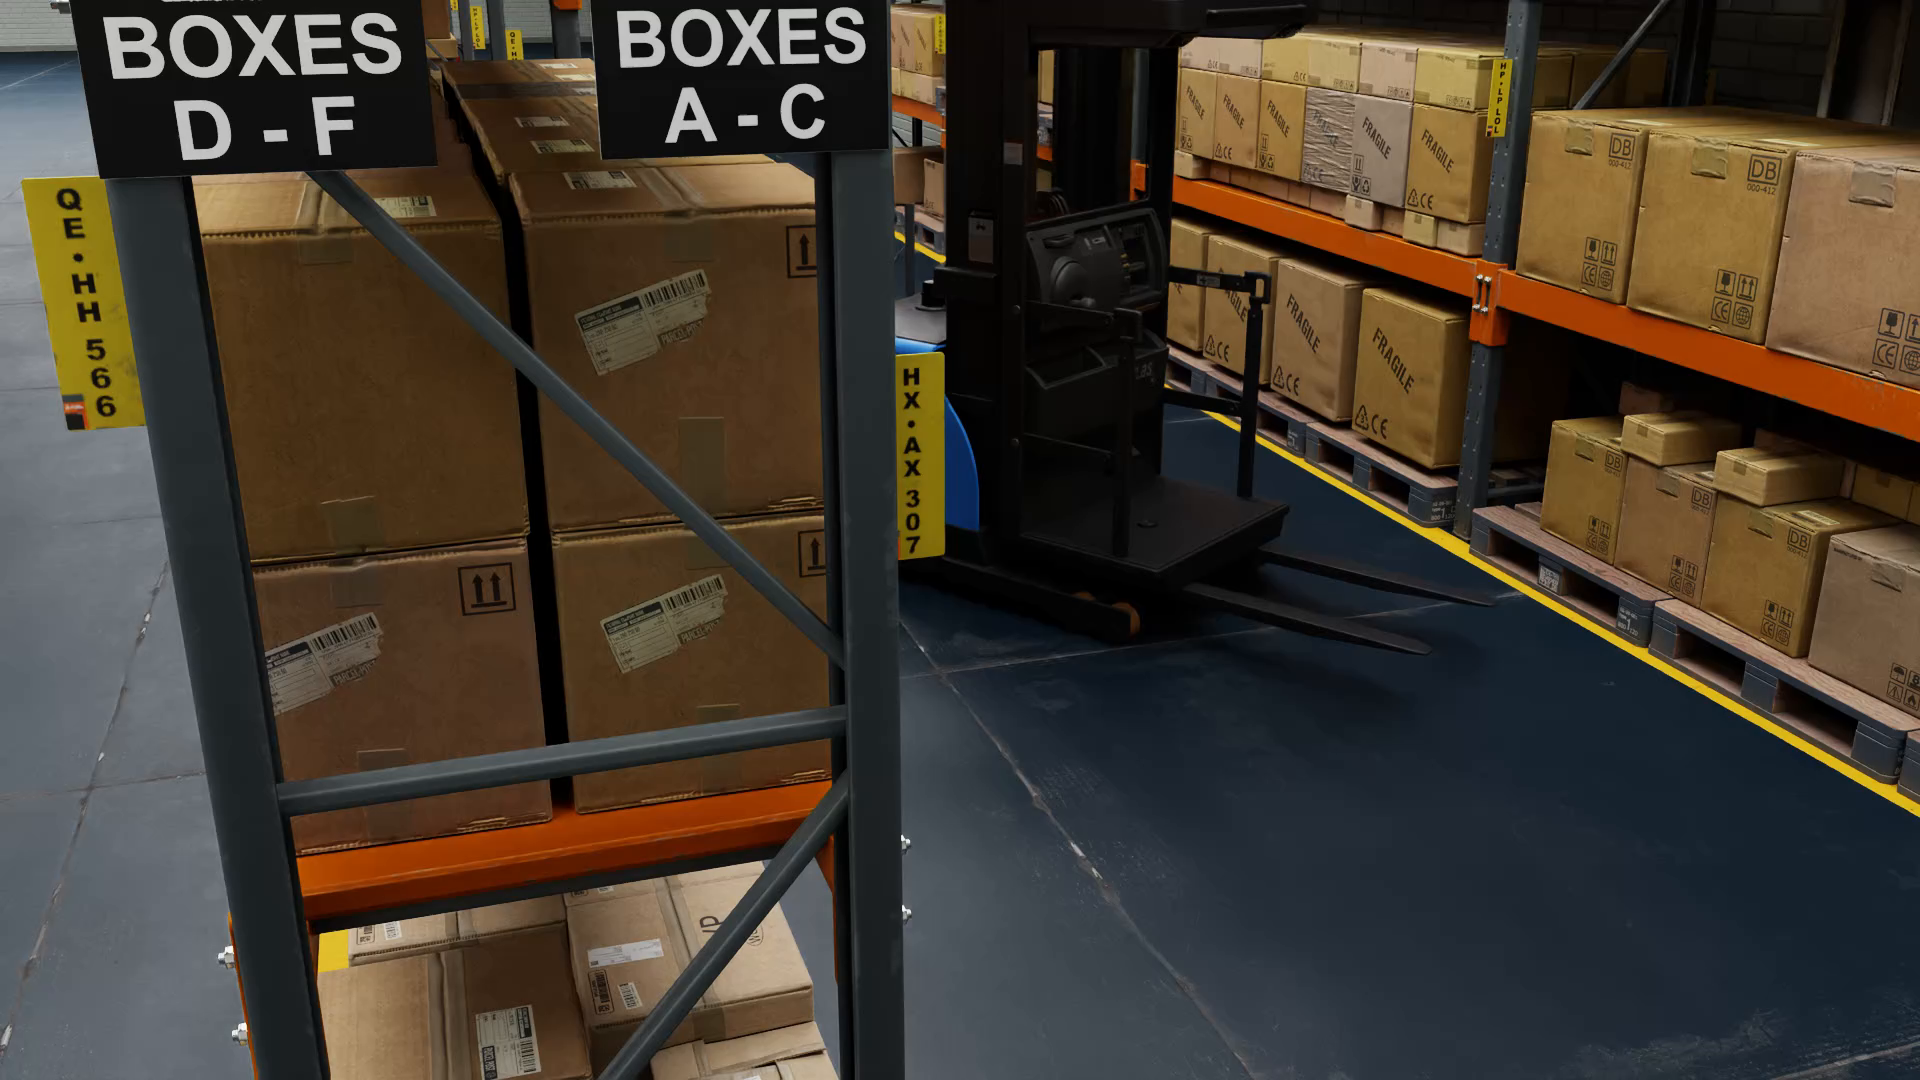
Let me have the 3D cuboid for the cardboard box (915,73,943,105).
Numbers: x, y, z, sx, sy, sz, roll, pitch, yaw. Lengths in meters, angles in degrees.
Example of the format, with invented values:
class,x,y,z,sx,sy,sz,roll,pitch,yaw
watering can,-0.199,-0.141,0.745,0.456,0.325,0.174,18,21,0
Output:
class,x,y,z,sx,sy,sz,roll,pitch,yaw
cardboard box,-0.094,-4.097,15.078,0.500,0.250,0.500,-6,21,-17

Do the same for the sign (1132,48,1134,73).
class,x,y,z,sx,sy,sz,roll,pitch,yaw
sign,1.088,-3.202,10.797,0.100,0.325,0.005,-6,21,-17

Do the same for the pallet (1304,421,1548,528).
class,x,y,z,sx,sy,sz,roll,pitch,yaw
pallet,2.543,-0.398,8.713,1.003,0.211,1.213,-6,21,-17

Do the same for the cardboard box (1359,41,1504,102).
class,x,y,z,sx,sy,sz,roll,pitch,yaw
cardboard box,2.316,-2.308,8.179,0.500,0.250,0.500,-6,21,-16

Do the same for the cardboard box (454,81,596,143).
class,x,y,z,sx,sy,sz,roll,pitch,yaw
cardboard box,-1.117,-1.001,4.638,0.500,0.500,0.500,-6,21,-17

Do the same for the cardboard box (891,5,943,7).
class,x,y,z,sx,sy,sz,roll,pitch,yaw
cardboard box,-0.415,-5.322,17.380,0.500,0.500,0.500,-6,21,-16

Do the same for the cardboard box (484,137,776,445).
class,x,y,z,sx,sy,sz,roll,pitch,yaw
cardboard box,-0.647,-0.515,3.286,0.500,0.500,0.500,-6,21,-17

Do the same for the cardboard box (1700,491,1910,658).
class,x,y,z,sx,sy,sz,roll,pitch,yaw
cardboard box,3.309,0.085,6.319,0.700,0.500,0.500,-6,21,-16

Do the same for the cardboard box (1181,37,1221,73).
class,x,y,z,sx,sy,sz,roll,pitch,yaw
cardboard box,1.668,-2.959,9.989,0.500,0.250,0.500,-7,21,-18

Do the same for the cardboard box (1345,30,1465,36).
class,x,y,z,sx,sy,sz,roll,pitch,yaw
cardboard box,2.467,-2.691,9.245,0.500,0.250,0.500,-7,21,-18

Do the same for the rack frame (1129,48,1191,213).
class,x,y,z,sx,sy,sz,roll,pitch,yaw
rack frame,1.600,-2.755,11.148,1.000,3.000,0.127,-6,21,-17

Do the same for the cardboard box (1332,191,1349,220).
class,x,y,z,sx,sy,sz,roll,pitch,yaw
cardboard box,2.189,-1.771,8.752,0.380,0.149,0.250,-6,21,-17

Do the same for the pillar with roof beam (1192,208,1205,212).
class,x,y,z,sx,sy,sz,roll,pitch,yaw
pillar with roof beam,-2.074,-5.630,10.278,9.100,9.000,0.400,-6,21,-17

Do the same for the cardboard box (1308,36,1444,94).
class,x,y,z,sx,sy,sz,roll,pitch,yaw
cardboard box,2.156,-2.472,8.634,0.500,0.250,0.500,-6,21,-16

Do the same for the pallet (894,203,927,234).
class,x,y,z,sx,sy,sz,roll,pitch,yaw
pallet,-0.289,-3.330,16.875,1.003,0.211,1.213,-6,21,-17

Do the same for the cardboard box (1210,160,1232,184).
class,x,y,z,sx,sy,sz,roll,pitch,yaw
cardboard box,1.754,-2.272,10.147,0.380,0.149,0.250,-7,21,-18

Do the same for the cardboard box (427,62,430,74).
class,x,y,z,sx,sy,sz,roll,pitch,yaw
cardboard box,-1.963,-1.280,5.416,0.500,0.500,0.500,-6,21,-16

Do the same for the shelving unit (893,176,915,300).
class,x,y,z,sx,sy,sz,roll,pitch,yaw
shelving unit,-0.536,-1.064,8.660,0.538,1.500,1.048,-3,20,-7

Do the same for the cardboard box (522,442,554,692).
class,x,y,z,sx,sy,sz,roll,pitch,yaw
cardboard box,-0.643,-0.042,3.449,0.500,0.500,0.500,-7,21,-18

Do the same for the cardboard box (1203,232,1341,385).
class,x,y,z,sx,sy,sz,roll,pitch,yaw
cardboard box,1.976,-1.409,9.961,0.750,0.750,0.750,-6,21,-17

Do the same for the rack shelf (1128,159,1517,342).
class,x,y,z,sx,sy,sz,roll,pitch,yaw
rack shelf,2.229,-1.774,9.483,1.077,0.370,4.000,-6,21,-17

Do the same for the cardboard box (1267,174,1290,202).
class,x,y,z,sx,sy,sz,roll,pitch,yaw
cardboard box,1.976,-2.025,9.458,0.380,0.149,0.250,-6,21,-17

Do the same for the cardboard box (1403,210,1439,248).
class,x,y,z,sx,sy,sz,roll,pitch,yaw
cardboard box,2.381,-1.519,8.051,0.380,0.149,0.250,-6,21,-16

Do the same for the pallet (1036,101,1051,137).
class,x,y,z,sx,sy,sz,roll,pitch,yaw
pallet,0.939,-3.295,12.937,1.003,0.211,1.213,-6,21,-17

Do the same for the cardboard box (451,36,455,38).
class,x,y,z,sx,sy,sz,roll,pitch,yaw
cardboard box,-4.338,-4.050,13.649,0.380,0.149,0.250,-6,21,-16

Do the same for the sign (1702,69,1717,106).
class,x,y,z,sx,sy,sz,roll,pitch,yaw
sign,3.384,-1.975,7.581,0.100,0.325,0.005,-6,21,-17

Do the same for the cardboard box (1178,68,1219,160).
class,x,y,z,sx,sy,sz,roll,pitch,yaw
cardboard box,1.666,-2.599,10.098,0.500,0.500,0.500,-6,21,-15

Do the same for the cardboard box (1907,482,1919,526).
class,x,y,z,sx,sy,sz,roll,pitch,yaw
cardboard box,3.629,-0.116,5.918,0.380,0.149,0.250,-6,21,-17

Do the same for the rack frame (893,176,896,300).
class,x,y,z,sx,sy,sz,roll,pitch,yaw
rack frame,-0.603,-1.234,9.134,0.500,1.500,0.032,-3,20,-7

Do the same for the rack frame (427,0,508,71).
class,x,y,z,sx,sy,sz,roll,pitch,yaw
rack frame,-3.101,-2.227,9.680,1.000,3.000,0.127,-6,21,-17

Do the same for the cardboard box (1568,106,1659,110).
class,x,y,z,sx,sy,sz,roll,pitch,yaw
cardboard box,2.952,-1.842,7.990,0.500,0.500,0.500,-7,21,-19

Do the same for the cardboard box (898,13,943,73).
class,x,y,z,sx,sy,sz,roll,pitch,yaw
cardboard box,-0.261,-4.608,15.393,0.500,0.500,0.500,-7,21,-18

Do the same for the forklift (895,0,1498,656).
class,x,y,z,sx,sy,sz,roll,pitch,yaw
forklift,0.746,-1.161,6.812,3.031,2.935,1.130,15,25,36

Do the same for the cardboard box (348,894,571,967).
class,x,y,z,sx,sy,sz,roll,pitch,yaw
cardboard box,-1.262,0.971,4.193,0.500,0.250,0.500,-6,21,-17

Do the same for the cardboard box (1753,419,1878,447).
class,x,y,z,sx,sy,sz,roll,pitch,yaw
cardboard box,3.389,-0.361,6.601,0.380,0.149,0.250,-7,21,-19

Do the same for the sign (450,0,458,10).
class,x,y,z,sx,sy,sz,roll,pitch,yaw
sign,-5.096,-5.504,16.740,0.100,0.325,0.005,-6,21,-17

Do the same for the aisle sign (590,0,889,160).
class,x,y,z,sx,sy,sz,roll,pitch,yaw
aisle sign,-0.287,-0.893,2.119,0.394,0.787,0.004,-6,21,-17

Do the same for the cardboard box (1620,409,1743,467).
class,x,y,z,sx,sy,sz,roll,pitch,yaw
cardboard box,2.930,-0.417,6.758,0.380,0.149,0.250,-6,21,-15

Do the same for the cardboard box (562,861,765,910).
class,x,y,z,sx,sy,sz,roll,pitch,yaw
cardboard box,-0.803,0.902,4.386,0.500,0.250,0.500,-6,21,-17

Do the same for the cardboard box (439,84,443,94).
class,x,y,z,sx,sy,sz,roll,pitch,yaw
cardboard box,-2.690,-1.968,8.189,0.700,0.500,0.500,-3,20,-7

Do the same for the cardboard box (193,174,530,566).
class,x,y,z,sx,sy,sz,roll,pitch,yaw
cardboard box,-0.988,-0.291,2.663,0.500,0.500,0.500,-7,21,-18

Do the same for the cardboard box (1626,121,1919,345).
class,x,y,z,sx,sy,sz,roll,pitch,yaw
cardboard box,3.237,-1.202,6.381,0.980,0.700,0.700,-7,21,-19

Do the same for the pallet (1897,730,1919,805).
class,x,y,z,sx,sy,sz,roll,pitch,yaw
pallet,3.789,0.877,5.164,1.003,0.211,1.213,-6,21,-17

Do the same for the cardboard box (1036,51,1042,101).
class,x,y,z,sx,sy,sz,roll,pitch,yaw
cardboard box,0.876,-3.737,13.086,0.700,0.500,0.500,-4,20,-10

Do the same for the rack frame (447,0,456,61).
class,x,y,z,sx,sy,sz,roll,pitch,yaw
rack frame,-5.616,-4.794,16.827,1.000,3.000,0.127,-6,21,-17

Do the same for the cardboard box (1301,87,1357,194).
class,x,y,z,sx,sy,sz,roll,pitch,yaw
cardboard box,2.154,-2.114,8.746,0.500,0.500,0.500,-6,21,-17

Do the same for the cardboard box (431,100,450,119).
class,x,y,z,sx,sy,sz,roll,pitch,yaw
cardboard box,-1.476,-0.784,4.035,0.500,0.500,0.500,-6,21,-16

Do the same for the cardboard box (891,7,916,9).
class,x,y,z,sx,sy,sz,roll,pitch,yaw
cardboard box,-0.747,-5.102,16.768,0.500,0.500,0.500,-7,21,-19

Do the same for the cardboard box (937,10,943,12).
class,x,y,z,sx,sy,sz,roll,pitch,yaw
cardboard box,0.083,-4.830,16.009,0.500,0.500,0.500,-6,21,-16
